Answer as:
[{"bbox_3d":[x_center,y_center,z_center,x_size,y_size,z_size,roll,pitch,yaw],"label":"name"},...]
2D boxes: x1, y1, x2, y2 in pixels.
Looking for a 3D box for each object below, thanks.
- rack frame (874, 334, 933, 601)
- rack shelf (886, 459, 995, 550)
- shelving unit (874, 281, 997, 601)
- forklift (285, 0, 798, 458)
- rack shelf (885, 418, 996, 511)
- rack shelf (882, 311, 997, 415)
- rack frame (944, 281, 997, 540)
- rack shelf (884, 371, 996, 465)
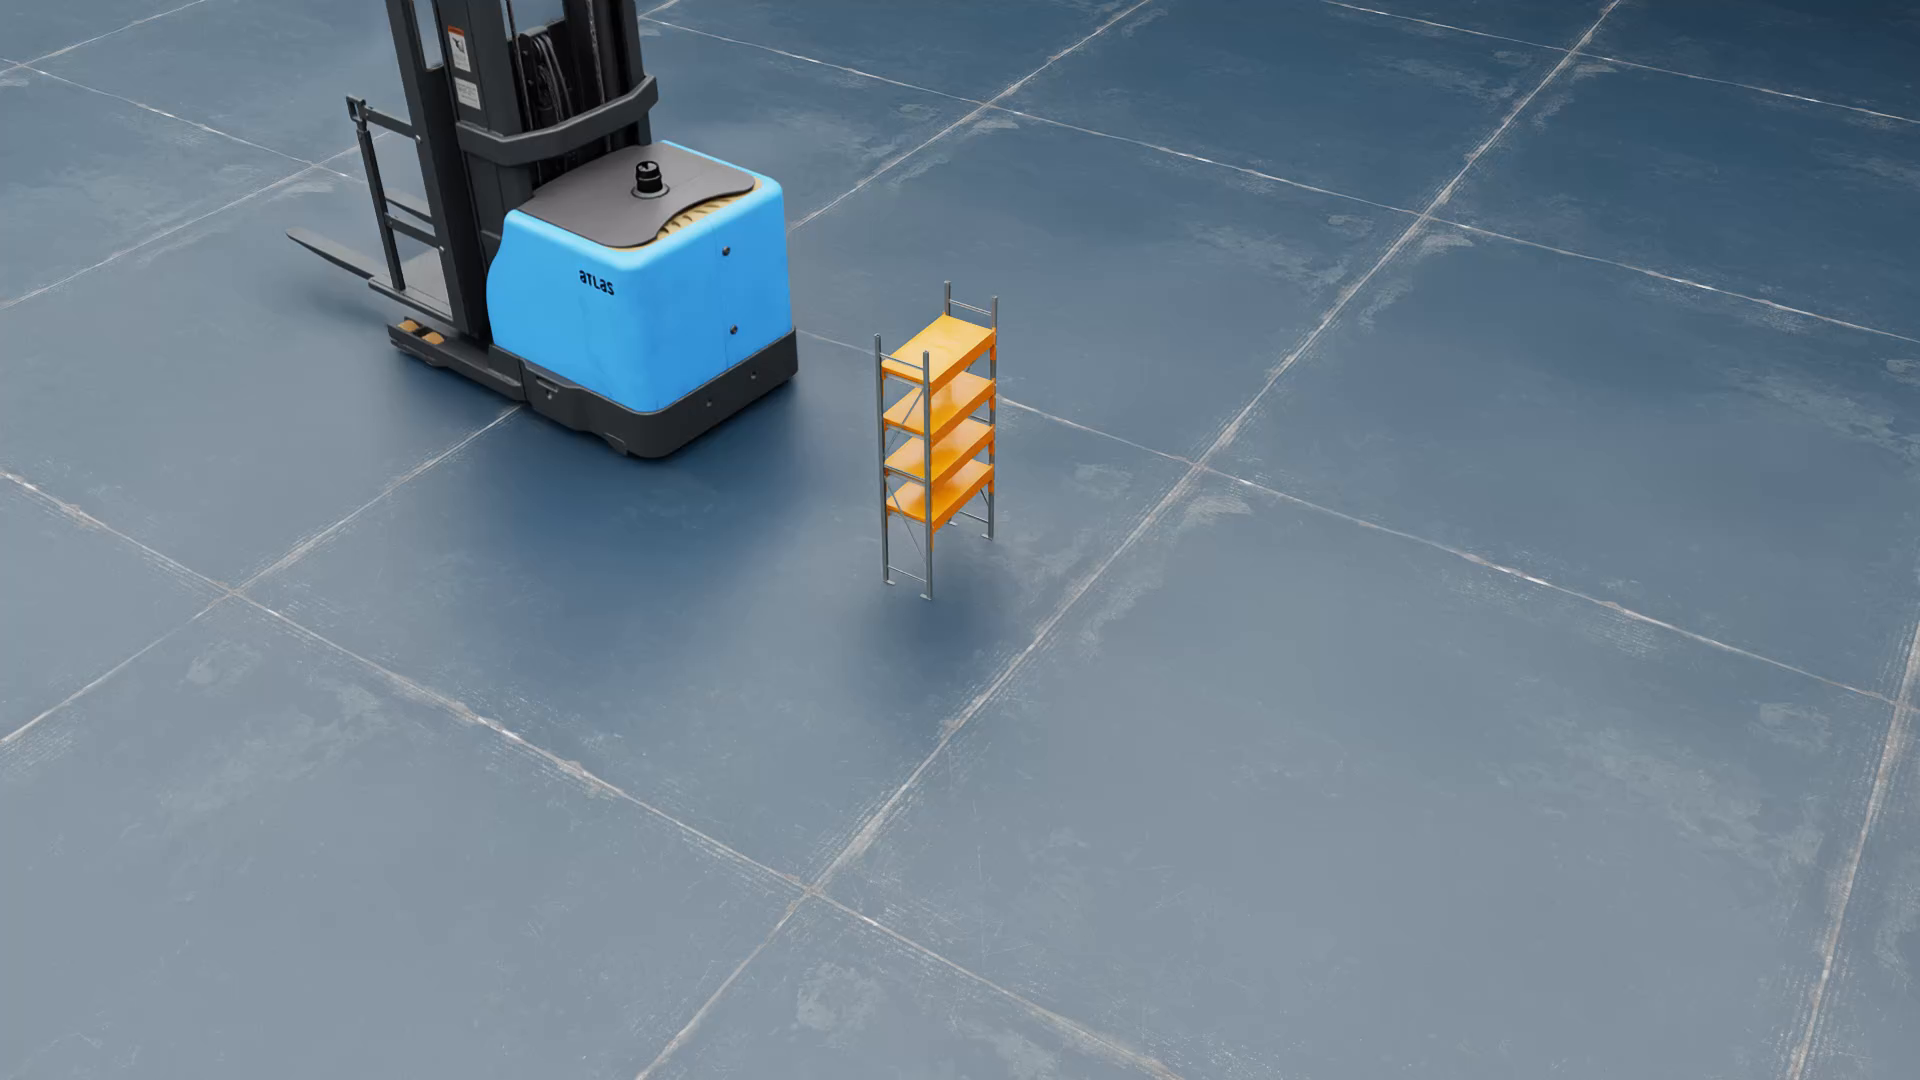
[{"bbox_3d":[-0.219,-0.264,6.610,0.240,1.200,0.015,21,42,25],"label":"rack frame"},{"bbox_3d":[-0.089,-0.179,6.935,0.258,0.148,0.480,21,42,25],"label":"rack shelf"},{"bbox_3d":[-0.089,-0.390,6.773,0.258,1.200,0.503,21,42,25],"label":"shelving unit"},{"bbox_3d":[-2.279,-2.269,7.793,3.031,2.935,1.130,25,44,29],"label":"forklift"},{"bbox_3d":[-0.089,-0.337,6.814,0.258,0.148,0.480,21,42,25],"label":"rack shelf"},{"bbox_3d":[-0.089,-0.701,6.533,0.258,0.148,0.480,21,42,25],"label":"rack shelf"},{"bbox_3d":[0.042,-0.516,6.936,0.240,1.200,0.015,21,42,25],"label":"rack frame"},{"bbox_3d":[-0.089,-0.514,6.677,0.258,0.148,0.480,21,42,25],"label":"rack shelf"}]
